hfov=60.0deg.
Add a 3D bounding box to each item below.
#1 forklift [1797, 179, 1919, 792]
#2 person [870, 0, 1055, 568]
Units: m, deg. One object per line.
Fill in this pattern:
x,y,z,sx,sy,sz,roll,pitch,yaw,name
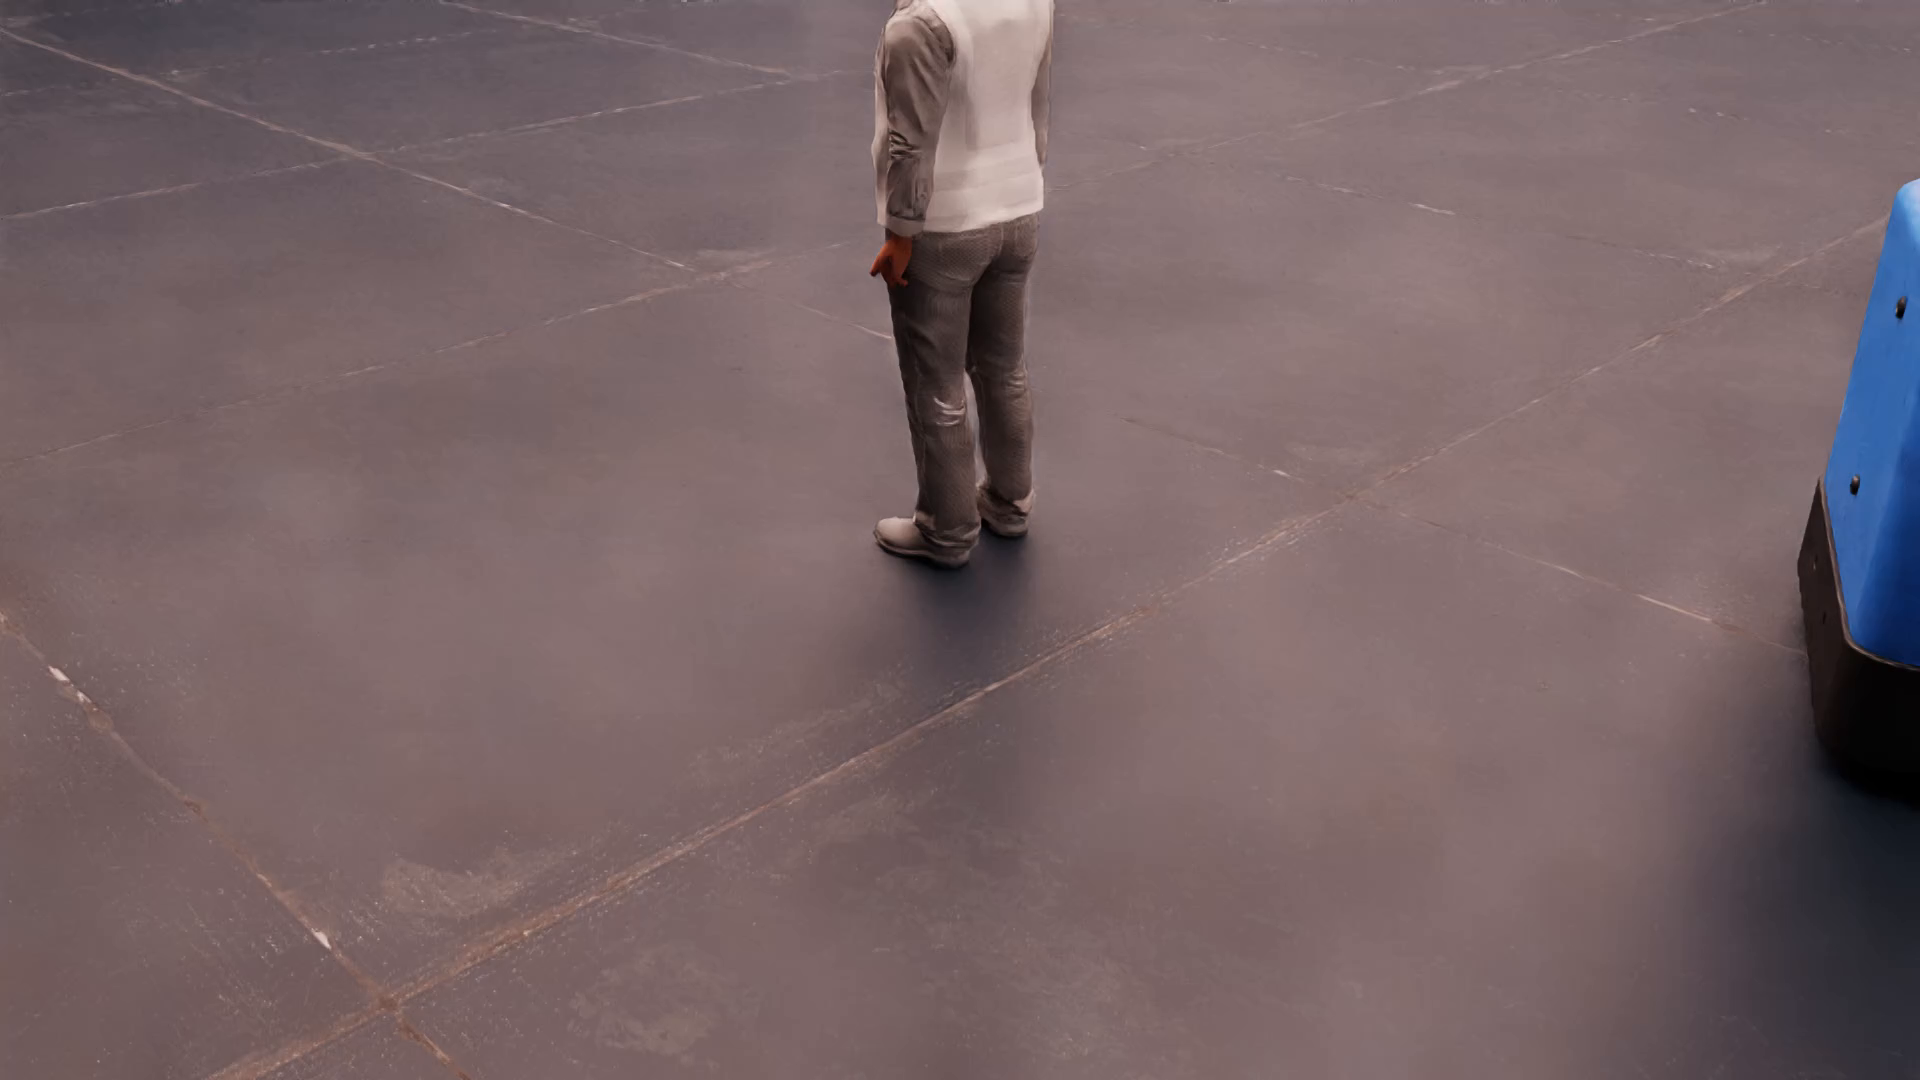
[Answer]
3.390,-0.767,2.777,3.031,2.935,1.130,10,28,19,forklift
-0.007,-0.798,4.155,0.529,1.776,0.356,-24,35,-39,person
